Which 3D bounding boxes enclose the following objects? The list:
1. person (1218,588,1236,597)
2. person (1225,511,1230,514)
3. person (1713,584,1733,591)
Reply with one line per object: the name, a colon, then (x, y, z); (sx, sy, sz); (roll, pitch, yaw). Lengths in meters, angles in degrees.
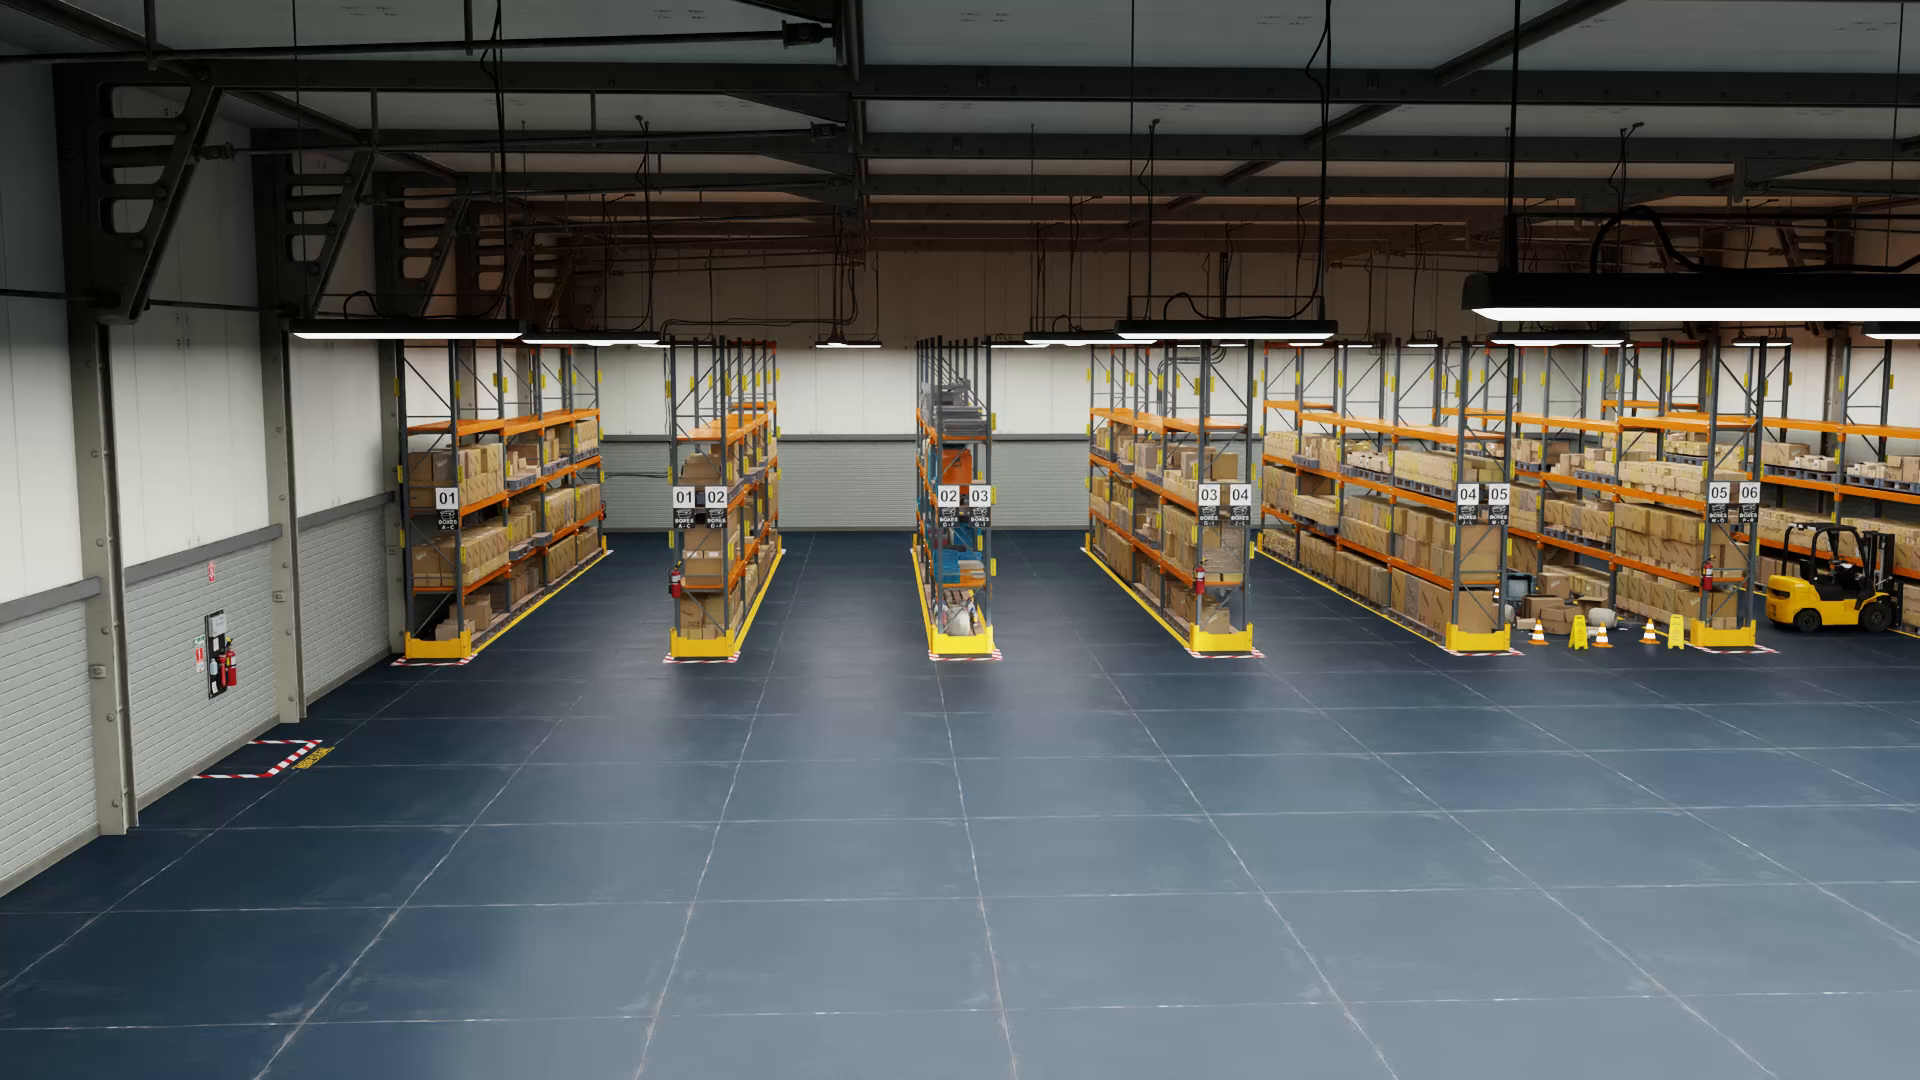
person: (6.154, 0.437, 38.798); (0.585, 1.785, 0.521); (0, 6, 3)
person: (7.228, -0.167, 44.106); (0.588, 1.712, 1.129); (0, 6, -1)
person: (16.719, 0.805, 36.376); (0.500, 1.710, 0.606); (-1, 7, -7)
